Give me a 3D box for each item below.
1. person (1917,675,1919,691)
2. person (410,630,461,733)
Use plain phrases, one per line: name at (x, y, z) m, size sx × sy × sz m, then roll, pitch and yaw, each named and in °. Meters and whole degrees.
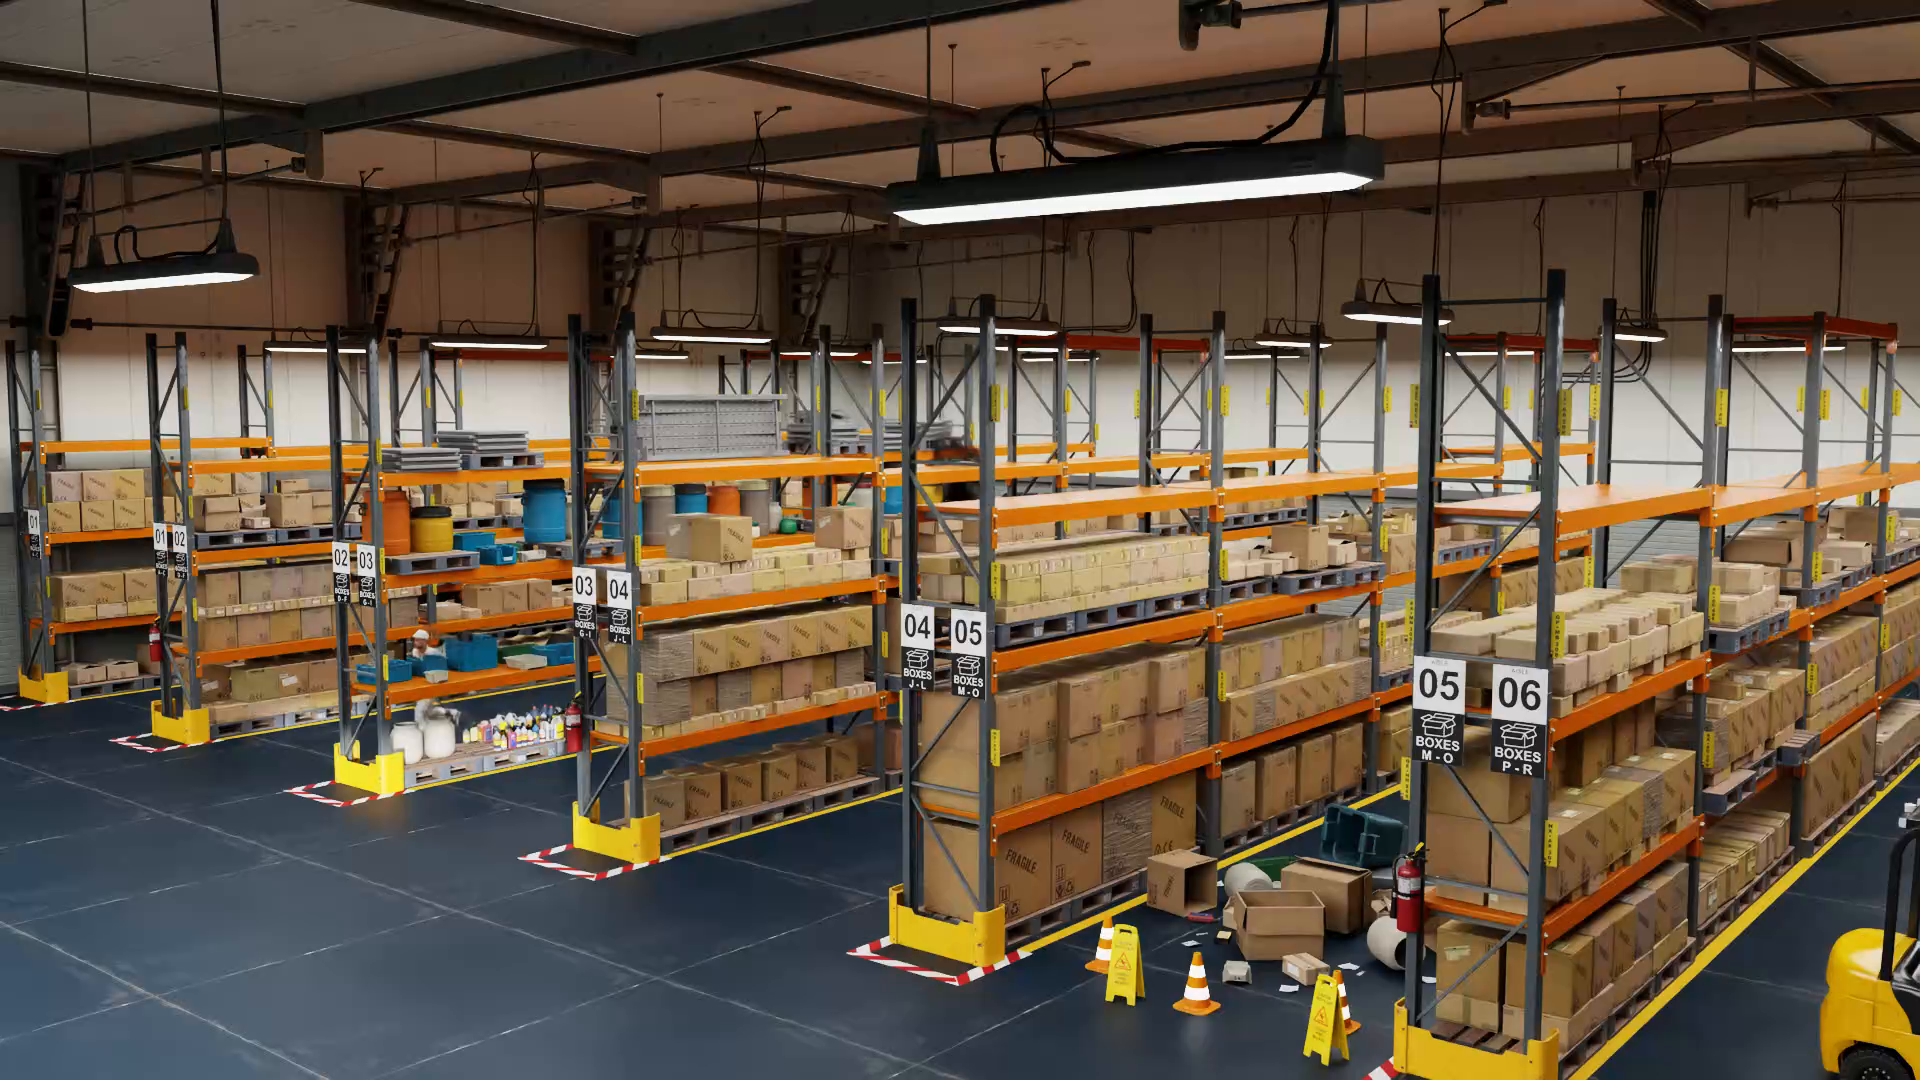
person at (14.838, 1.968, 25.569) m, size 0.725 × 1.735 × 1.002 m, roll -2°, pitch 5°, yaw -16°
person at (-7.632, 2.147, 24.050) m, size 0.659 × 1.766 × 0.986 m, roll 4°, pitch 6°, yaw 36°
